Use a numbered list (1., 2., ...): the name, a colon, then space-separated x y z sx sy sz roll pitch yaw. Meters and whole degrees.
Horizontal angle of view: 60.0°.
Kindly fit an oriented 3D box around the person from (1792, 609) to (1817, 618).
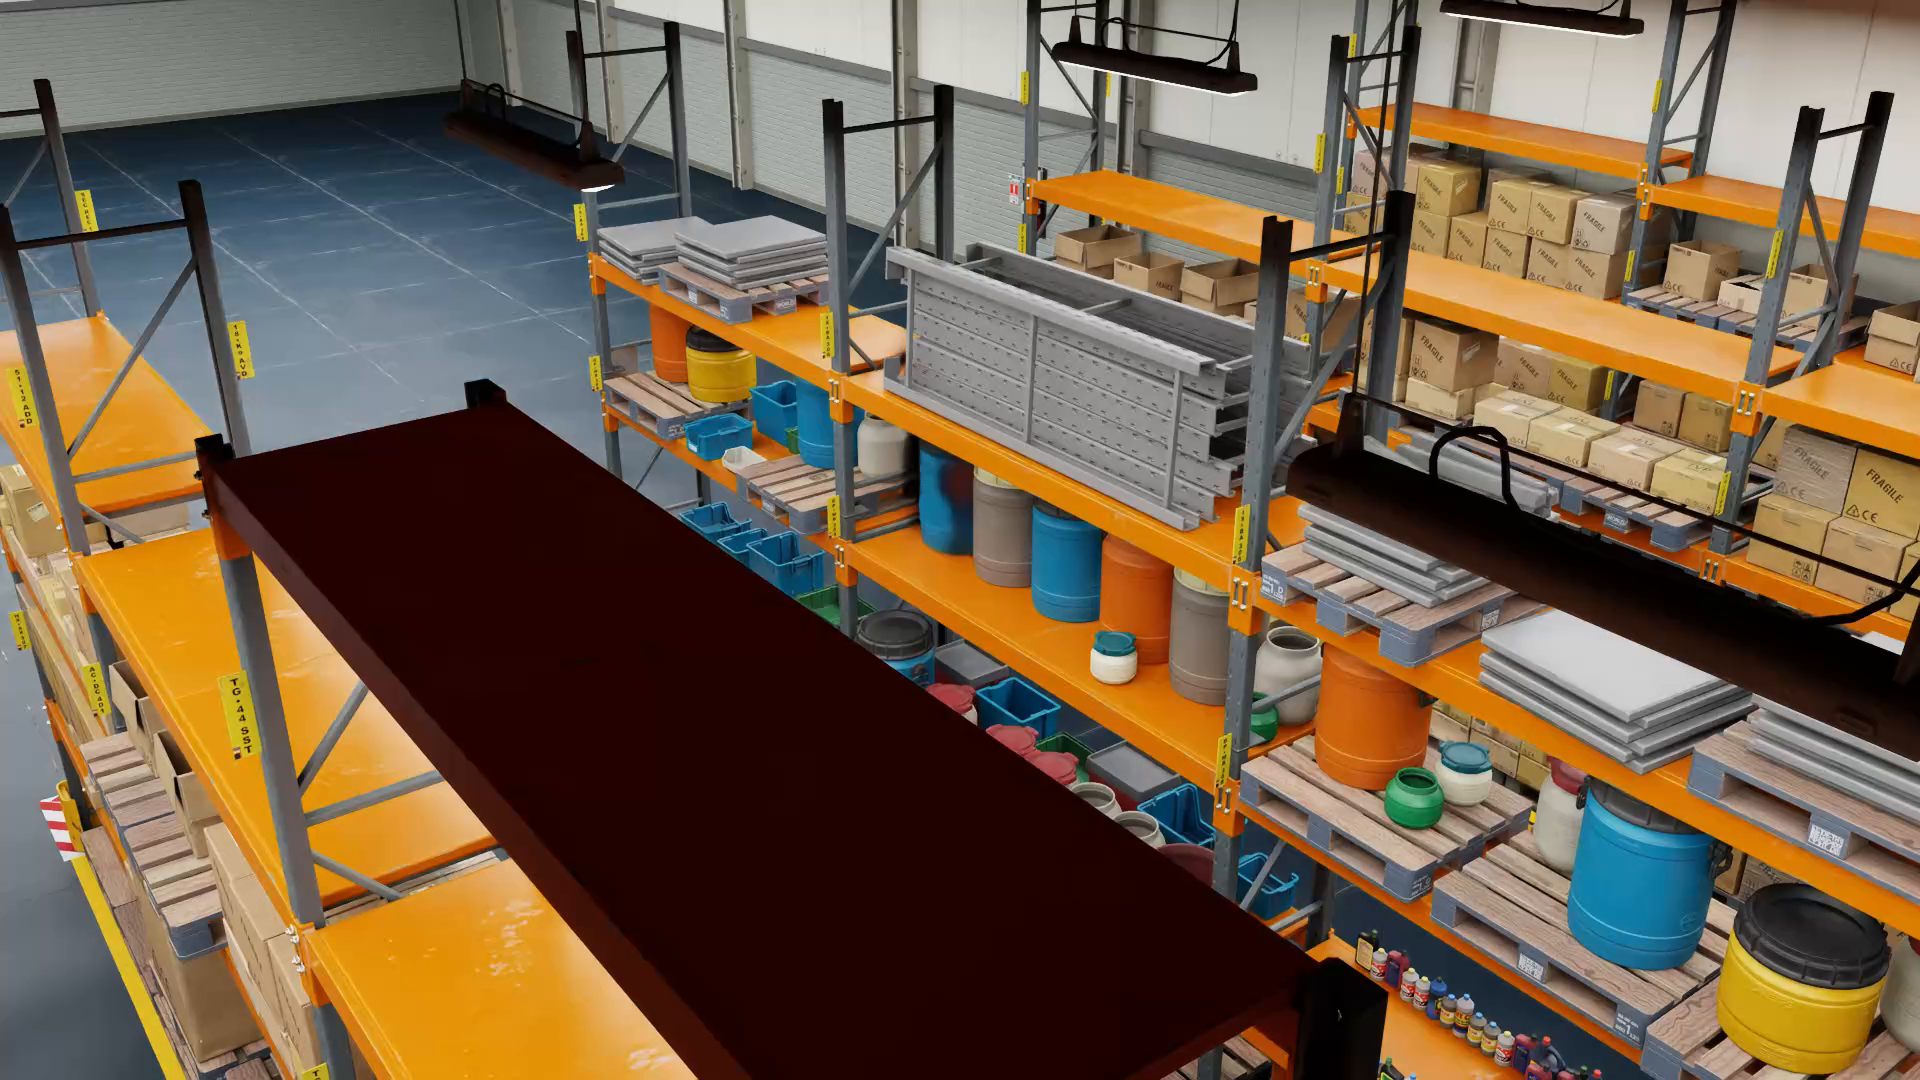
1. person: 7.055 1.310 14.284 0.535 1.592 0.695 -22 33 -39
